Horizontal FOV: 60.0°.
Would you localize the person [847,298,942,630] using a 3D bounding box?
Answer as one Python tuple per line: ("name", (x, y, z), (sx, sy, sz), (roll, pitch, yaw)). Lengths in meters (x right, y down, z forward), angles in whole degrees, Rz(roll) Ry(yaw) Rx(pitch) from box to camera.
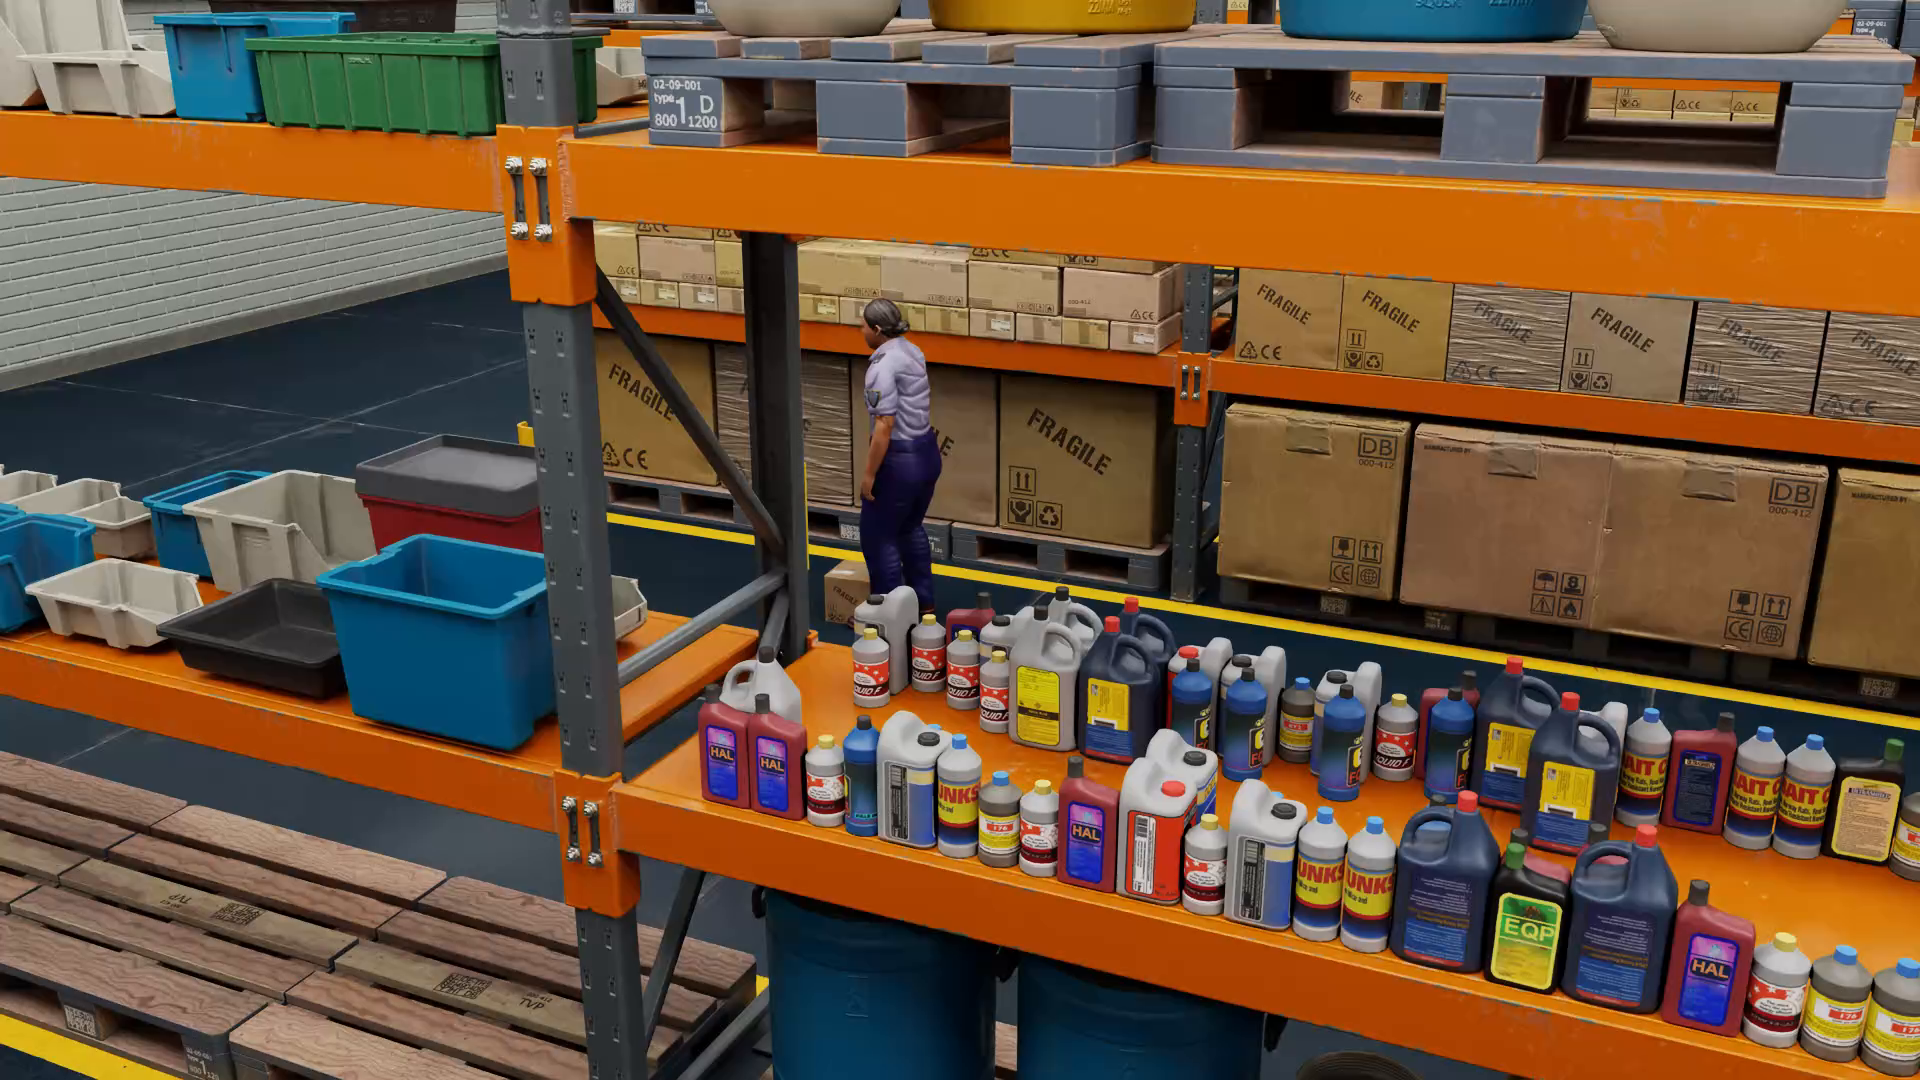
("person", (-0.321, -0.364, 8.125), (0.412, 1.652, 0.538), (9, 21, 23))
